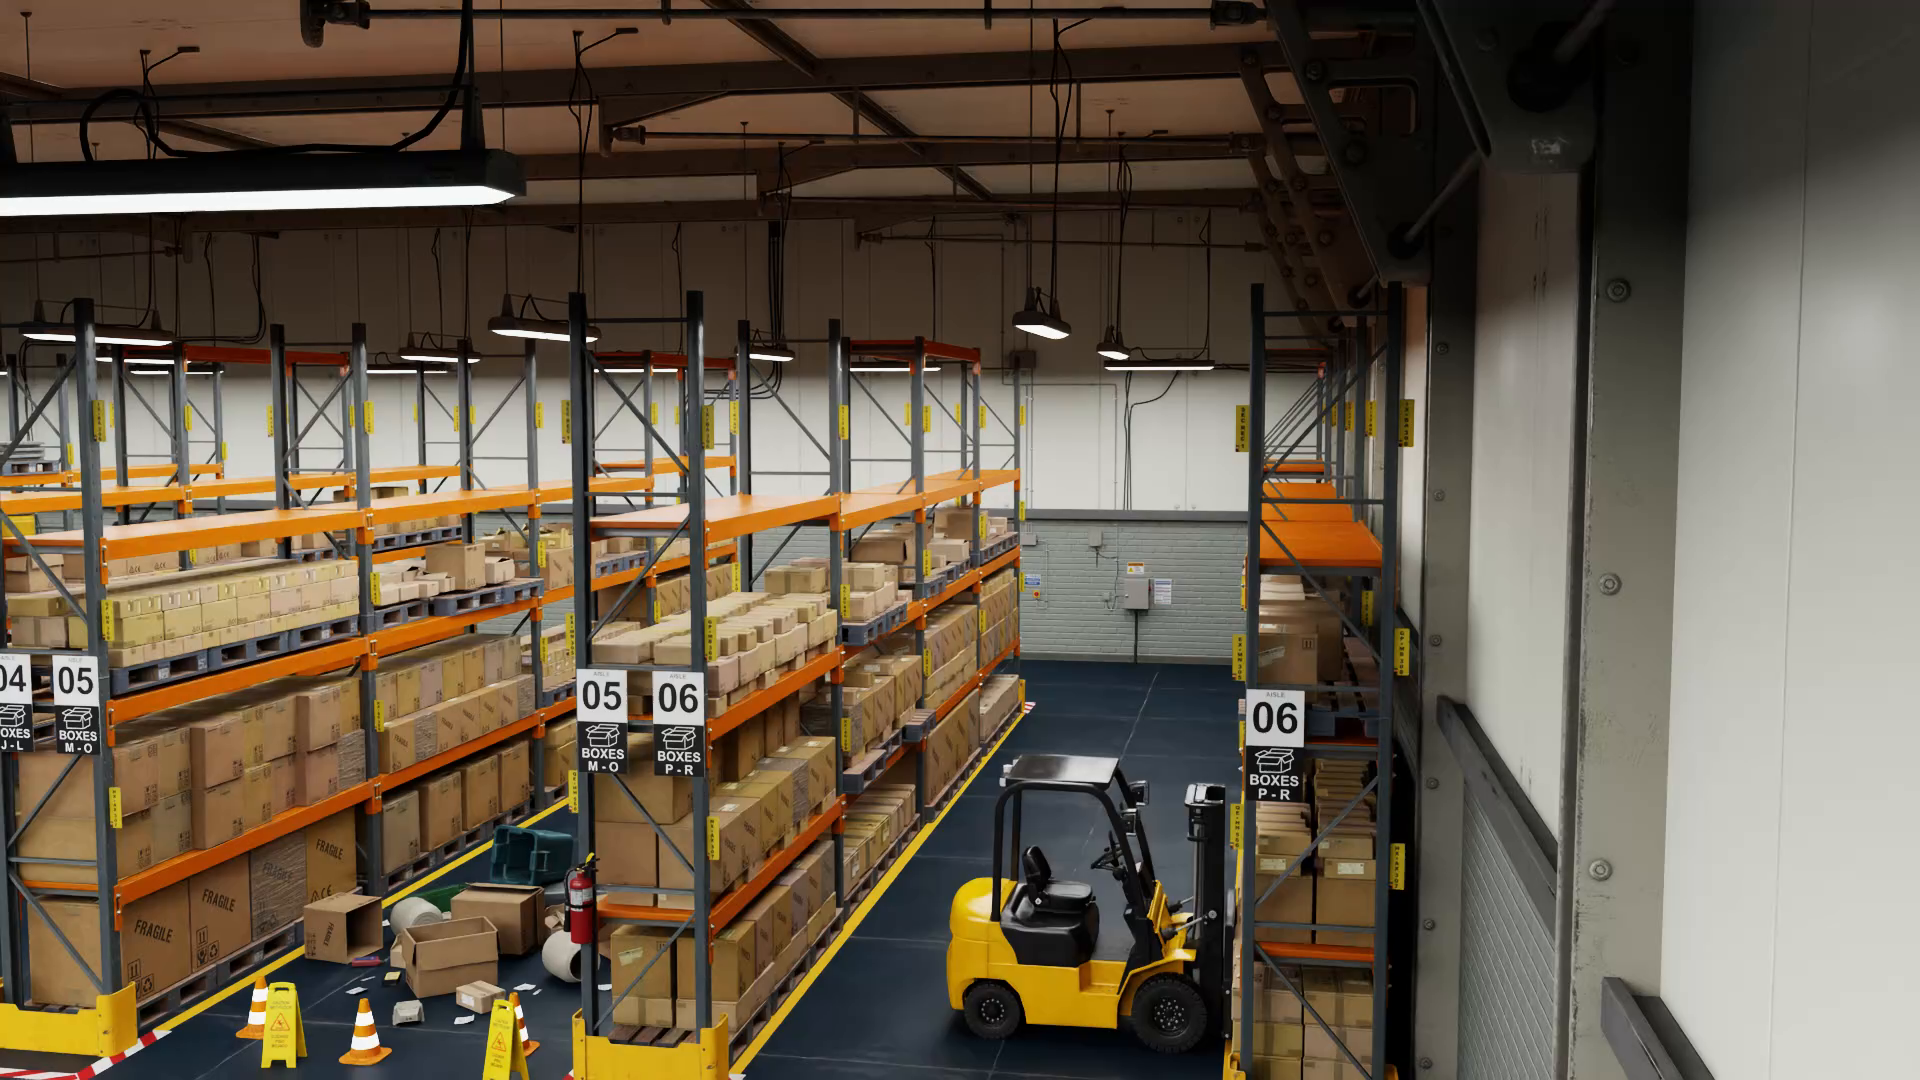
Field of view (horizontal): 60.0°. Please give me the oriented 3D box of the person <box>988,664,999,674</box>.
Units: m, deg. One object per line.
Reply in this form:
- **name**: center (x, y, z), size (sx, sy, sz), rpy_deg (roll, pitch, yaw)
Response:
- **person**: center (0.516, 1.851, 30.308), size (0.535, 1.745, 0.855), rpy_deg (-4, 6, -38)
